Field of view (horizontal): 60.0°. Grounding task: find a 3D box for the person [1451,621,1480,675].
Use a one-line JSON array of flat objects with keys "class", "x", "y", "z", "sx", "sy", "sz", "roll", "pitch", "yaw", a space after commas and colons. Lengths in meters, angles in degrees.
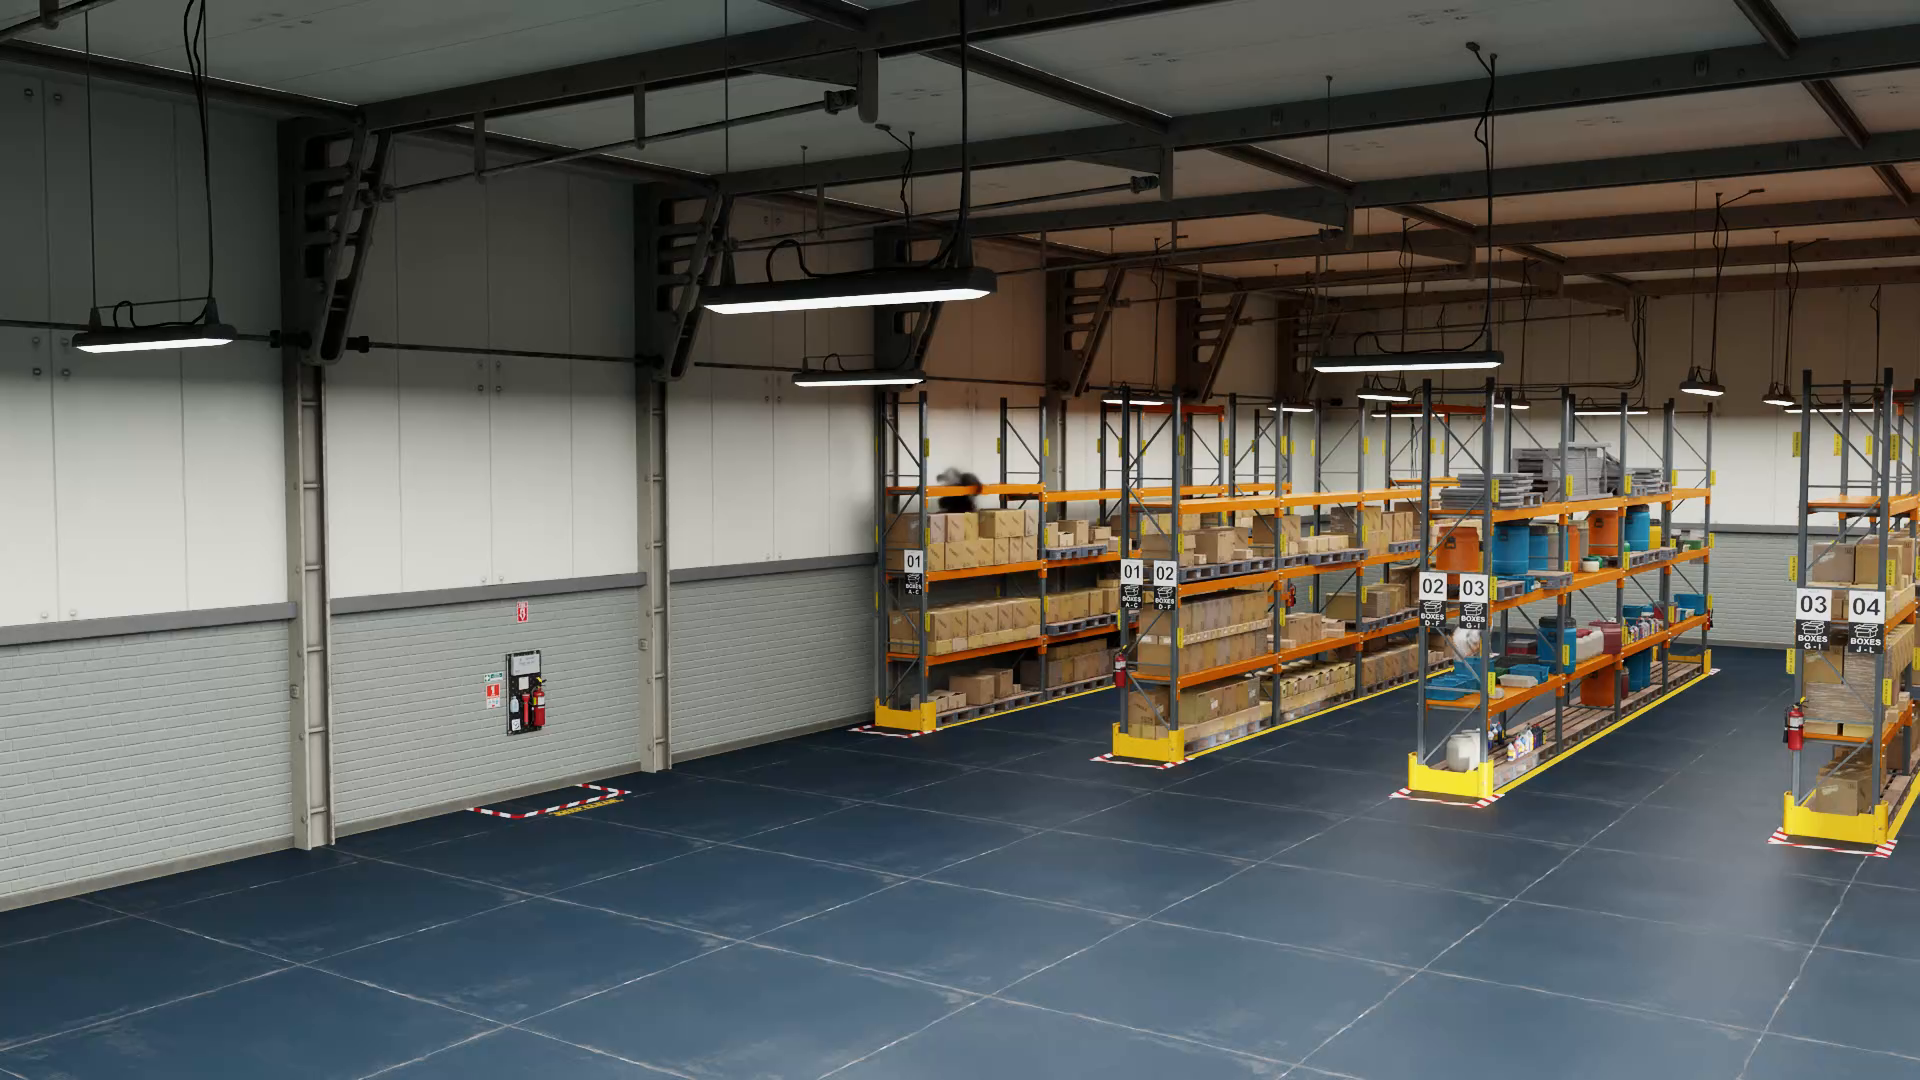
[{"class": "person", "x": 10.096, "y": 2.348, "z": 33.282, "sx": 0.618, "sy": 1.638, "sz": 0.731, "roll": 2, "pitch": 4, "yaw": 34}]
